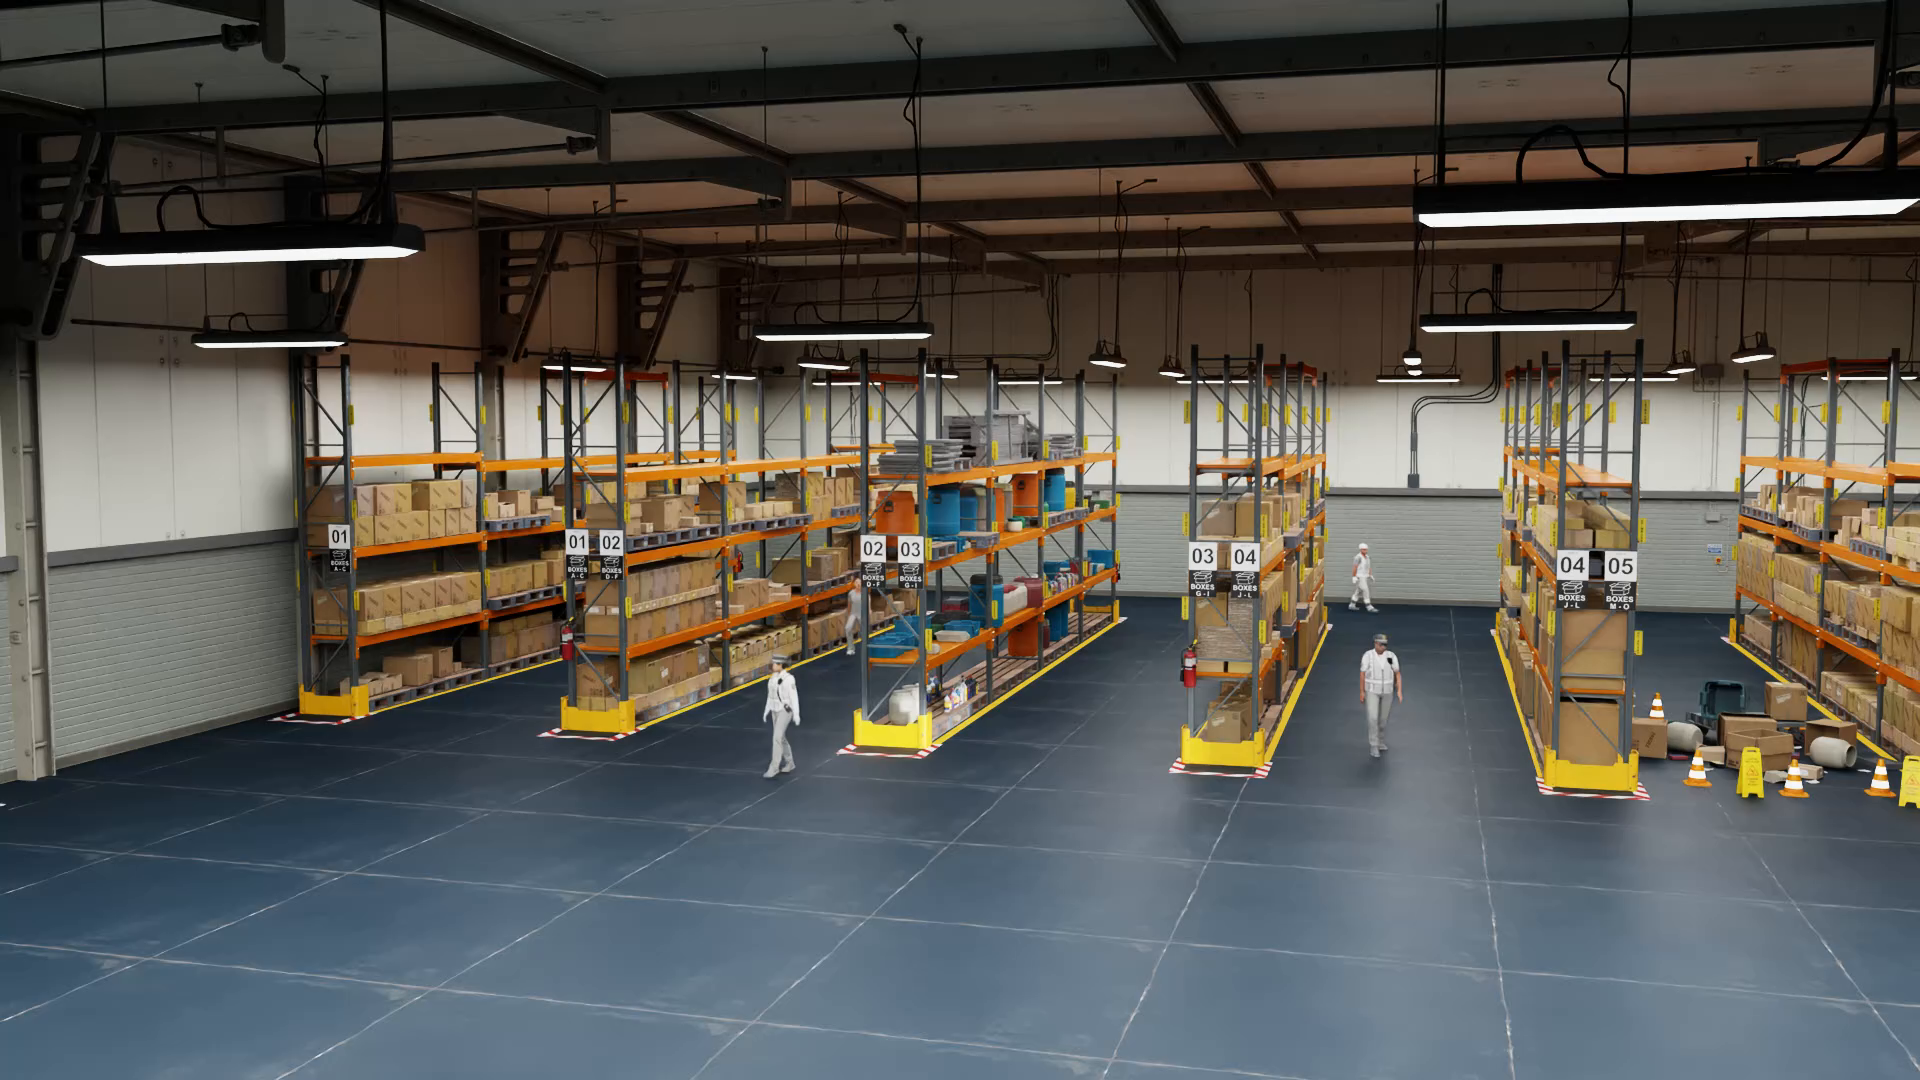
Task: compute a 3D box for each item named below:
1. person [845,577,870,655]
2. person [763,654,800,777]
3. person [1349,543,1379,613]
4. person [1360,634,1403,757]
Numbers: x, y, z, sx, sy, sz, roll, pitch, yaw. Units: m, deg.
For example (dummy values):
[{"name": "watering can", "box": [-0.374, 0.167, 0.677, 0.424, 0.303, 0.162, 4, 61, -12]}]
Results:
[{"name": "person", "box": [-2.029, 1.493, 33.003, 0.504, 1.535, 1.079, 0, 4, 6]}, {"name": "person", "box": [-2.574, 2.435, 23.178, 0.710, 1.666, 0.603, -3, 6, -39]}, {"name": "person", "box": [10.284, 0.958, 42.203, 0.560, 1.753, 0.955, -4, 6, -44]}, {"name": "person", "box": [6.261, 2.285, 24.694, 0.586, 1.782, 0.637, 0, 4, -2]}]
